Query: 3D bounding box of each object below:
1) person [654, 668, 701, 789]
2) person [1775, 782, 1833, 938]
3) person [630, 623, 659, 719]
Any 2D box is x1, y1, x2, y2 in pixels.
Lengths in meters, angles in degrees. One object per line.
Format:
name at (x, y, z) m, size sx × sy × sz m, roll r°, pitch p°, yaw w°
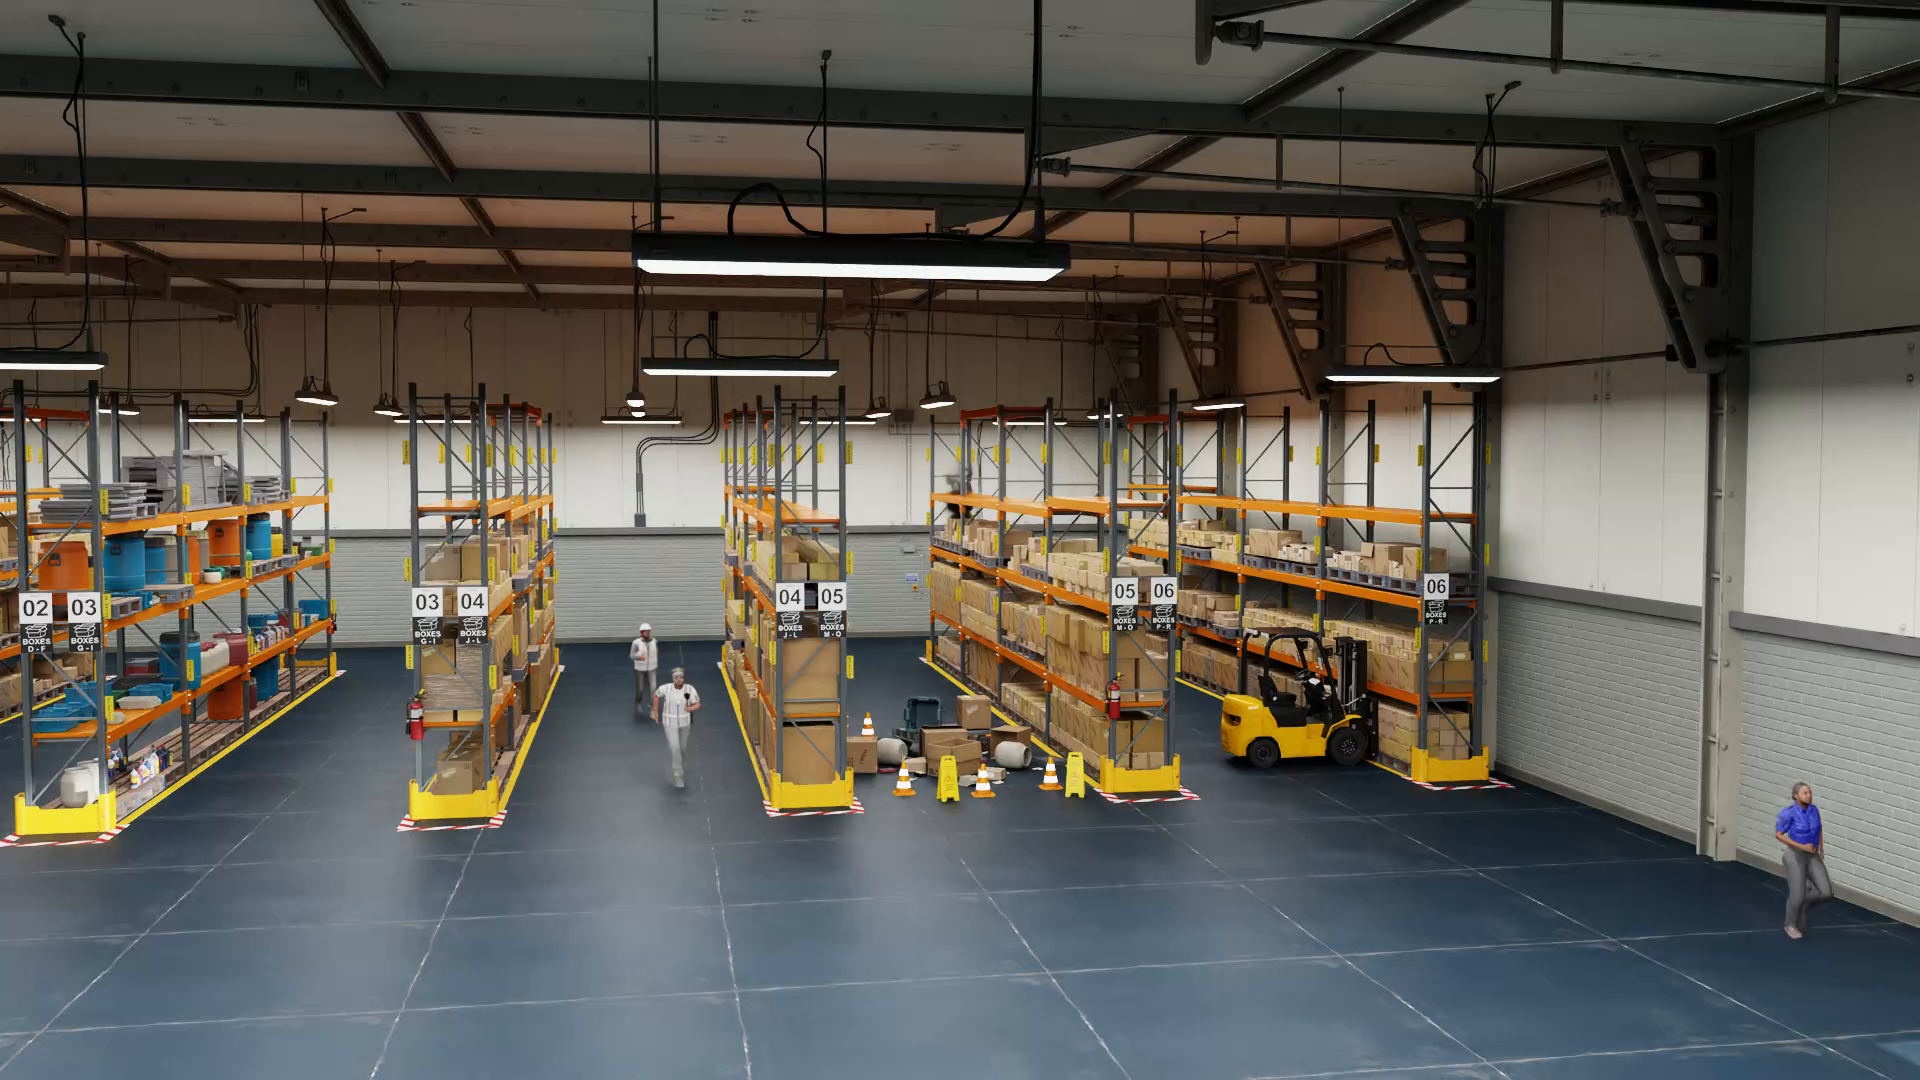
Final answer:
person at (-4.319, 2.840, 25.428) m, size 0.688 × 1.831 × 0.937 m, roll -1°, pitch 3°, yaw -17°
person at (8.739, 3.318, 17.175) m, size 0.624 × 1.624 × 0.537 m, roll -1°, pitch 3°, yaw -11°
person at (-6.055, 2.497, 31.965) m, size 0.613 × 1.812 × 0.873 m, roll -1°, pitch 3°, yaw -23°
